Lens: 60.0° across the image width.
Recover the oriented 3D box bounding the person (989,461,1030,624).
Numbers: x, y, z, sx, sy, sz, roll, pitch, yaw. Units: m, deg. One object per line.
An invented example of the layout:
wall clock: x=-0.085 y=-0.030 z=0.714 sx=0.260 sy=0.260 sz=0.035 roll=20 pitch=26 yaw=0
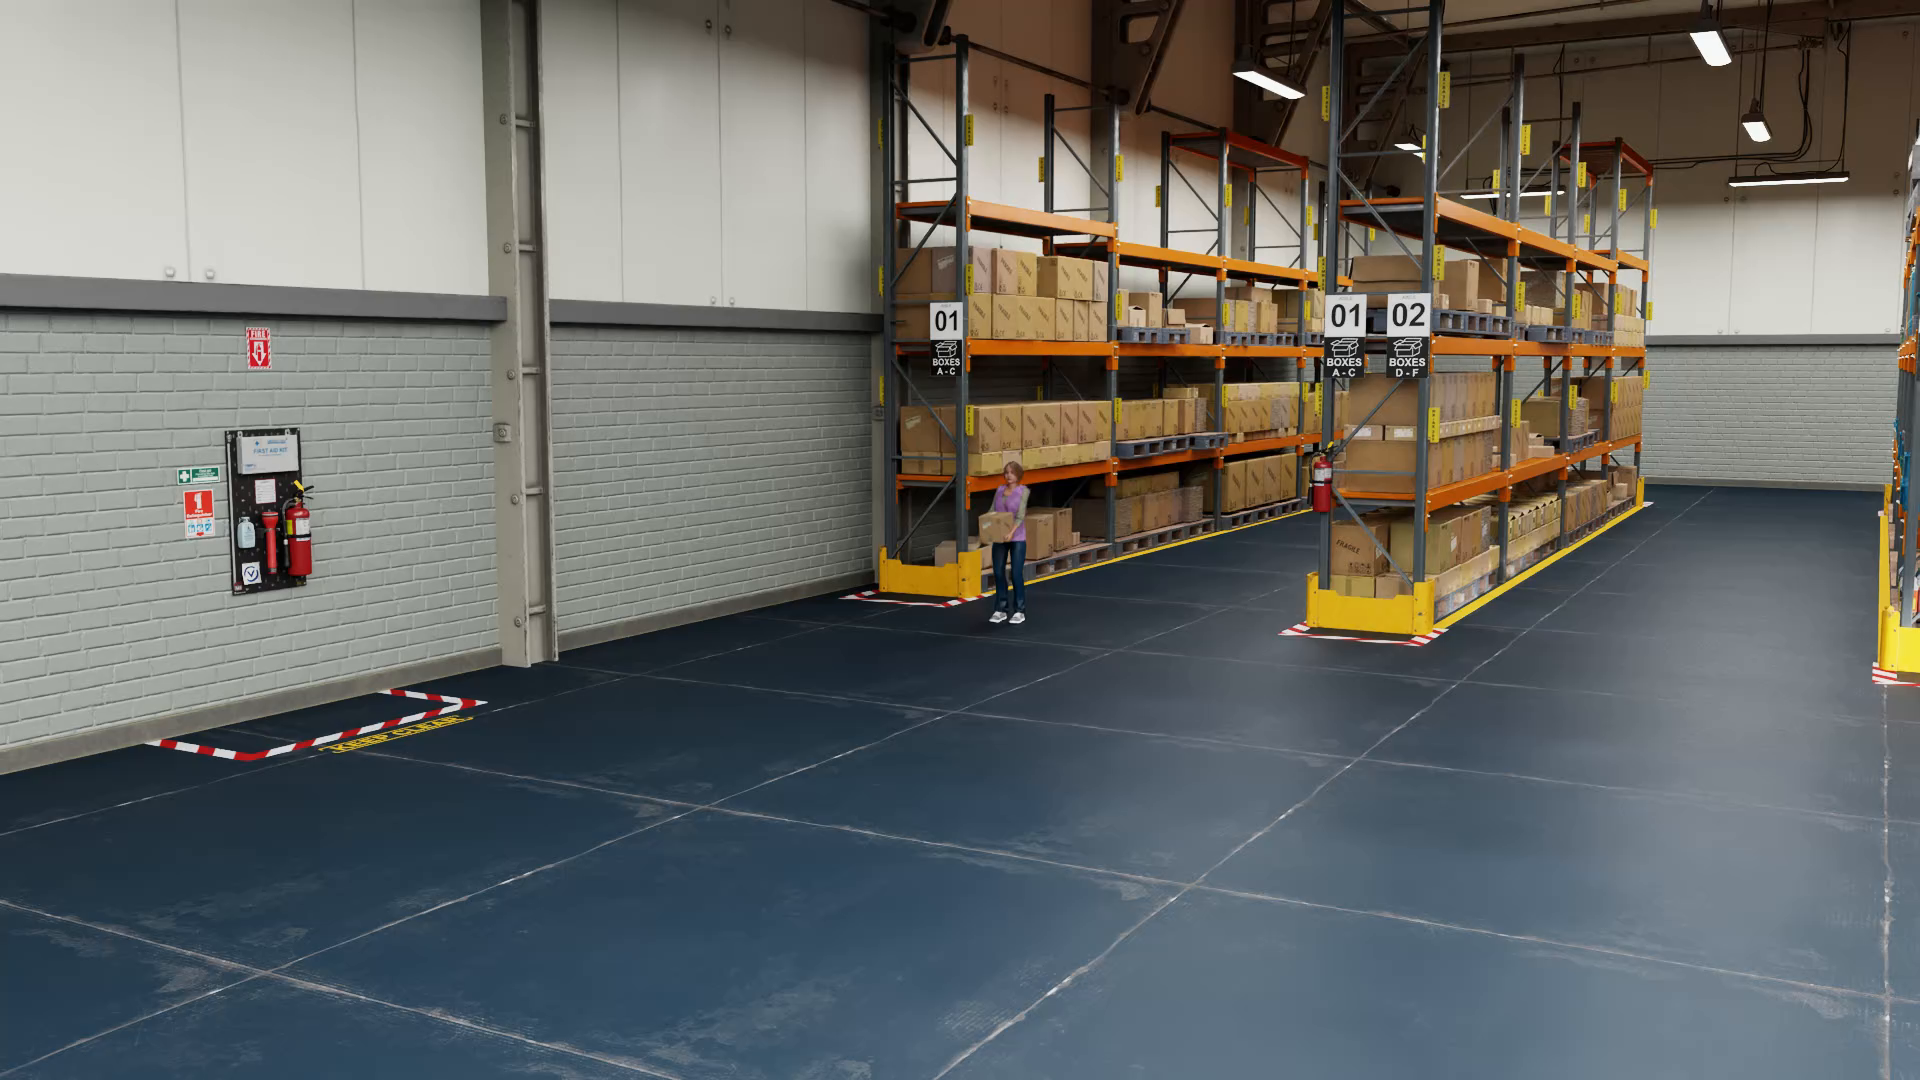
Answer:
person: x=0.444 y=0.028 z=16.334 sx=0.404 sy=1.594 sz=0.494 roll=3 pitch=7 yaw=29
